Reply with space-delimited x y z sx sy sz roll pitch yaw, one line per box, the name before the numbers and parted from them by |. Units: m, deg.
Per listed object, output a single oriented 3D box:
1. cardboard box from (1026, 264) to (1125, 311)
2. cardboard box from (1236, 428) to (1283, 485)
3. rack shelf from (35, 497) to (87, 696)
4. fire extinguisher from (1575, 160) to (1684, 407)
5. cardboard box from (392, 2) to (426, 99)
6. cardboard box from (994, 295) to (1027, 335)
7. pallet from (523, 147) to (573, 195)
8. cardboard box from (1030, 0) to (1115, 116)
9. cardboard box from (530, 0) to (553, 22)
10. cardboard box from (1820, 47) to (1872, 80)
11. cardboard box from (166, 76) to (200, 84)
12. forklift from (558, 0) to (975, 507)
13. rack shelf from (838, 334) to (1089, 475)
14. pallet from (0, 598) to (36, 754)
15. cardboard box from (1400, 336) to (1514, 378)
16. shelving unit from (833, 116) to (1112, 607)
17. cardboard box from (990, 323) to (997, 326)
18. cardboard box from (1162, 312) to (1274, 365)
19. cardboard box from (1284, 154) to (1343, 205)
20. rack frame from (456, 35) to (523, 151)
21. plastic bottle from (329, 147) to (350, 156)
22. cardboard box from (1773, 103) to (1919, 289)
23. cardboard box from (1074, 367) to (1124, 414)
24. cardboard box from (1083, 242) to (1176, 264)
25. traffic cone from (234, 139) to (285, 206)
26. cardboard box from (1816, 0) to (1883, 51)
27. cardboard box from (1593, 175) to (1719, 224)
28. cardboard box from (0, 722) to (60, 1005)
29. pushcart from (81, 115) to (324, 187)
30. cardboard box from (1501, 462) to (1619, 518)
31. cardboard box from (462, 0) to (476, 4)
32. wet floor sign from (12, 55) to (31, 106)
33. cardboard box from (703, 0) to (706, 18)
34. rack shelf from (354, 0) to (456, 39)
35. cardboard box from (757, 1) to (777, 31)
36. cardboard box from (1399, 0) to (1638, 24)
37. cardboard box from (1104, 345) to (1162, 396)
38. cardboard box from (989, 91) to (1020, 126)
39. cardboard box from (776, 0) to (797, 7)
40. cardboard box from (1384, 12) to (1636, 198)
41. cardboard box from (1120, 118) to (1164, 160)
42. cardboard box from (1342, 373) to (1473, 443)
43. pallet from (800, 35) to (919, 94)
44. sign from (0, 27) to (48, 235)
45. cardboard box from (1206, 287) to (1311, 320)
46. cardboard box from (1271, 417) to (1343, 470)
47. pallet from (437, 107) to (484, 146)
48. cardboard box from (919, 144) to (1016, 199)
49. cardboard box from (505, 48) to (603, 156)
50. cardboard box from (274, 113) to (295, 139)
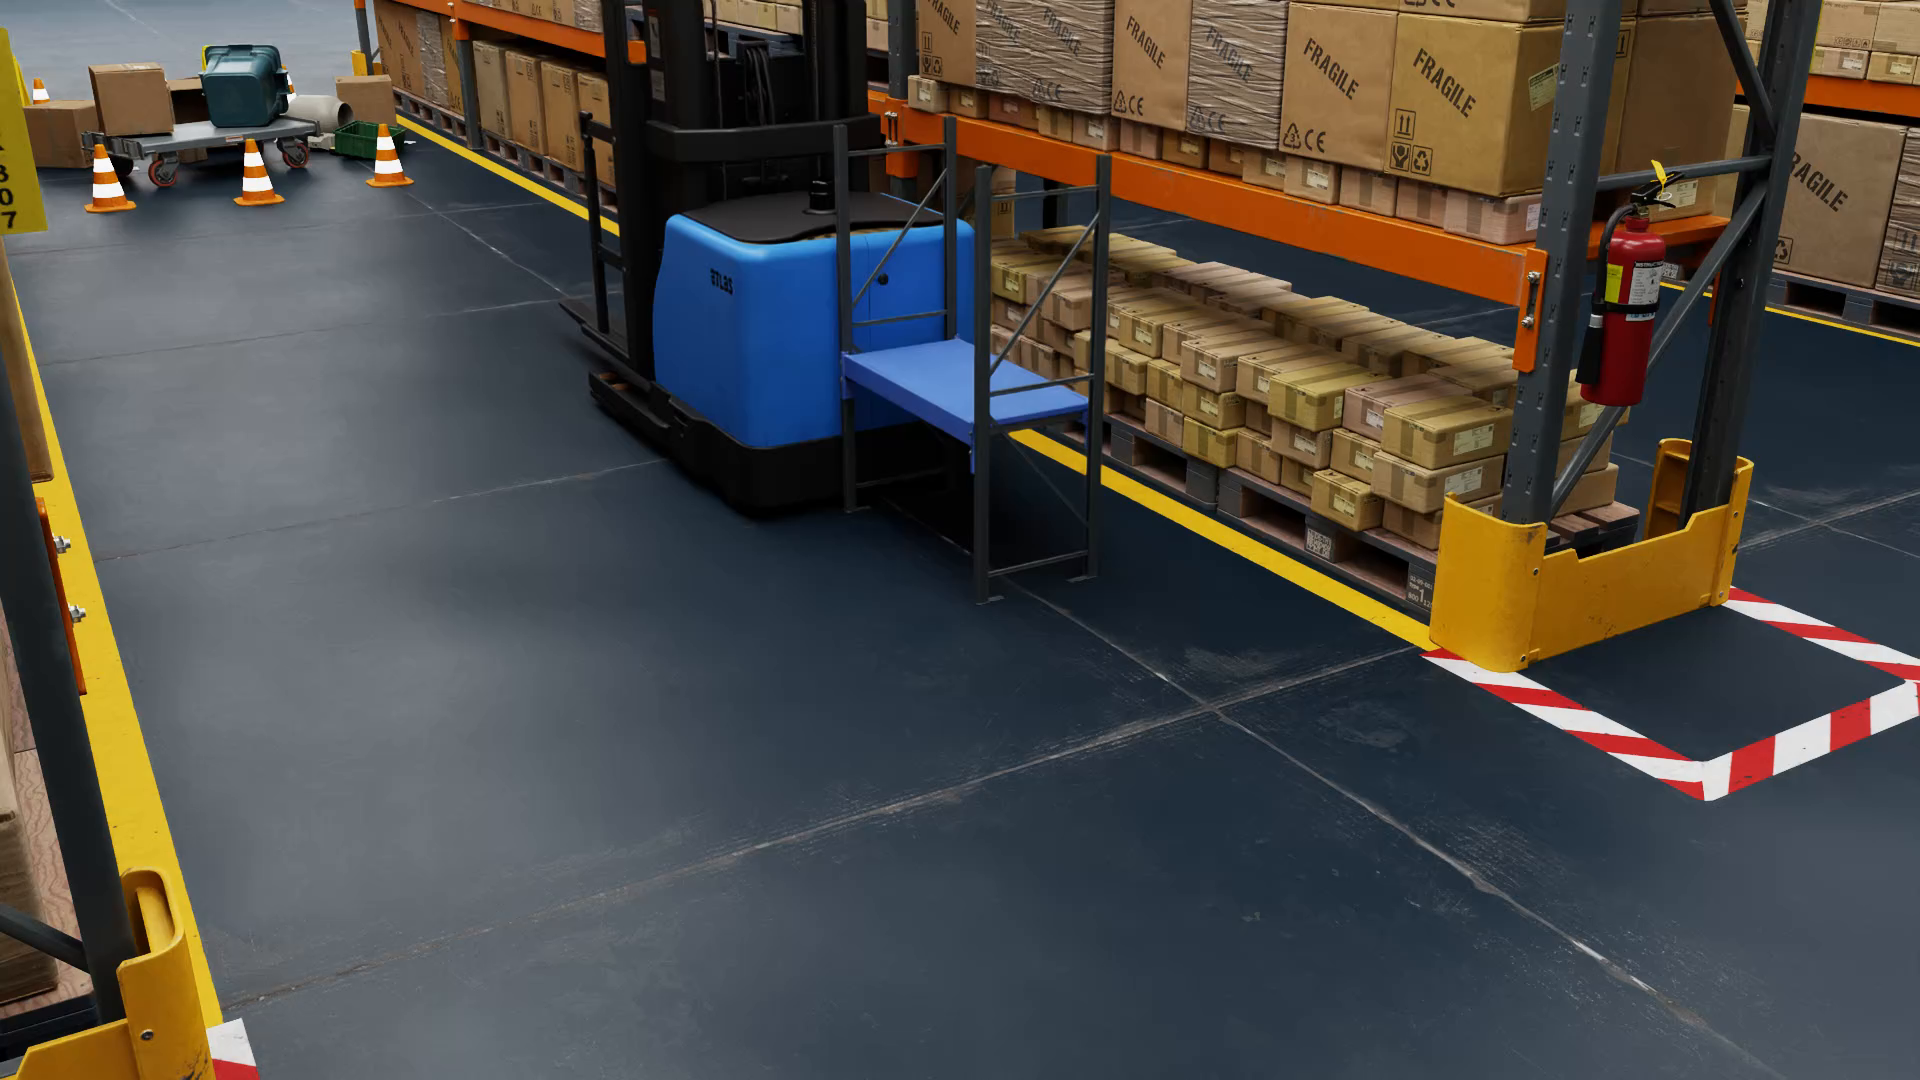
cardboard box | 0.526 -1.141 7.574 0.380 0.149 0.250 -13 26 -30
cardboard box | 1.292 -0.349 6.414 0.380 0.149 0.250 -12 25 -28
rack shelf | -3.069 -0.431 4.343 1.077 0.370 4.000 -13 25 -28
fire extinguisher | 1.889 -0.722 4.703 0.296 0.674 0.183 -13 25 -28
cardboard box | -5.162 -5.000 16.892 0.875 0.875 0.875 -13 26 -29
cardboard box | 0.386 -1.092 7.849 0.380 0.149 0.250 -13 25 -29
pallet | -2.887 -3.063 13.568 1.003 0.211 1.213 -13 25 -28
cardboard box | 0.635 -2.043 6.826 0.500 0.500 0.500 -13 26 -29
cardboard box | -2.900 -4.155 12.418 0.500 0.500 0.500 -13 26 -29
cardboard box | 4.957 -2.622 9.112 0.380 0.149 0.250 -12 25 -28
cardboard box | -7.146 -4.058 15.626 0.637 0.503 0.797 8 23 18
forklift | -1.094 -1.996 7.330 1.130 2.935 3.031 -12 25 -27
rack shelf | 0.017 -0.515 6.064 0.538 0.185 1.000 -12 25 -27
pallet | -3.142 0.537 4.710 1.003 0.211 1.213 -13 25 -28
cardboard box | 1.919 -0.658 6.385 0.380 0.149 0.250 -13 25 -28
shelving unit | 0.017 -0.681 5.996 0.538 1.500 1.048 -12 25 -27
cardboard box | 0.159 -1.004 8.027 0.380 0.149 0.250 -12 25 -27
cardboard box | 1.046 -0.804 6.744 0.380 0.149 0.250 -14 26 -30
cardboard box | 1.361 -1.280 5.811 0.380 0.149 0.250 -12 25 -27
rack frame | -3.973 -4.986 14.594 1.000 3.000 0.127 -13 25 -28
plastic bottle | -5.411 -3.424 14.654 0.283 0.061 0.133 12 25 27
cardboard box | 5.157 -2.007 9.530 0.875 0.875 0.875 -13 25 -28
cardboard box | 0.721 -0.678 7.225 0.380 0.149 0.250 -13 26 -30
cardboard box | 0.817 -1.326 8.029 0.380 0.149 0.250 -13 25 -29
traffic cone | -5.332 -2.792 12.566 0.336 0.463 0.334 -13 25 -28
cardboard box | 4.963 -2.855 9.156 0.500 0.250 0.500 -12 25 -27
cardboard box | 2.273 -1.153 5.498 0.380 0.149 0.250 -13 25 -29
cardboard box | -2.470 0.681 3.496 0.875 0.438 0.875 -14 26 -30
pushcart | -6.242 -3.241 13.784 0.936 0.377 1.648 17 28 36
cardboard box | 2.164 -0.206 6.064 0.380 0.149 0.250 -12 25 -27
cardboard box | -3.936 -4.810 14.029 0.500 0.500 0.500 -12 25 -28
wet floor sign | -9.397 -4.473 16.458 0.267 0.644 0.232 -4 22 -10
cardboard box | -1.460 -3.324 10.282 0.380 0.149 0.250 -11 25 -26
rack shelf | -4.995 -5.300 16.323 1.077 0.370 4.000 -13 25 -28
cardboard box | -0.928 -2.986 9.450 0.380 0.149 0.250 -11 25 -26
cardboard box | 1.709 -1.849 5.021 0.500 0.500 0.500 -13 26 -29
cardboard box | 0.820 -0.732 6.963 0.380 0.149 0.250 -12 25 -28
cardboard box | 0.354 -1.980 7.532 0.380 0.149 0.250 -14 26 -31
cardboard box | -0.794 -3.041 9.190 0.380 0.149 0.250 -14 26 -31
cardboard box | 1.706 -1.381 5.199 0.500 0.500 0.500 -12 25 -27
cardboard box | 0.868 -1.630 6.673 0.380 0.149 0.250 -12 25 -26
cardboard box | 1.590 -0.466 5.912 0.380 0.149 0.250 -12 25 -27
pallet | -0.152 -2.583 8.937 1.003 0.211 1.213 -13 25 -28
sign | -1.567 -0.659 2.694 0.100 0.325 0.005 -13 25 -28
cardboard box | 1.281 -0.971 7.155 0.380 0.149 0.250 -13 25 -28
cardboard box | 1.375 -0.397 6.137 0.380 0.149 0.250 -14 26 -30
pallet | -4.294 -3.955 15.762 1.003 0.211 1.213 -13 25 -28
cardboard box | -0.037 -2.070 9.187 0.500 0.250 0.500 -14 26 -31
cardboard box | -3.089 -3.642 13.717 1.050 0.750 0.750 -13 25 -28
cardboard box | -6.434 -3.921 15.607 0.396 0.266 0.258 -8 23 -19
